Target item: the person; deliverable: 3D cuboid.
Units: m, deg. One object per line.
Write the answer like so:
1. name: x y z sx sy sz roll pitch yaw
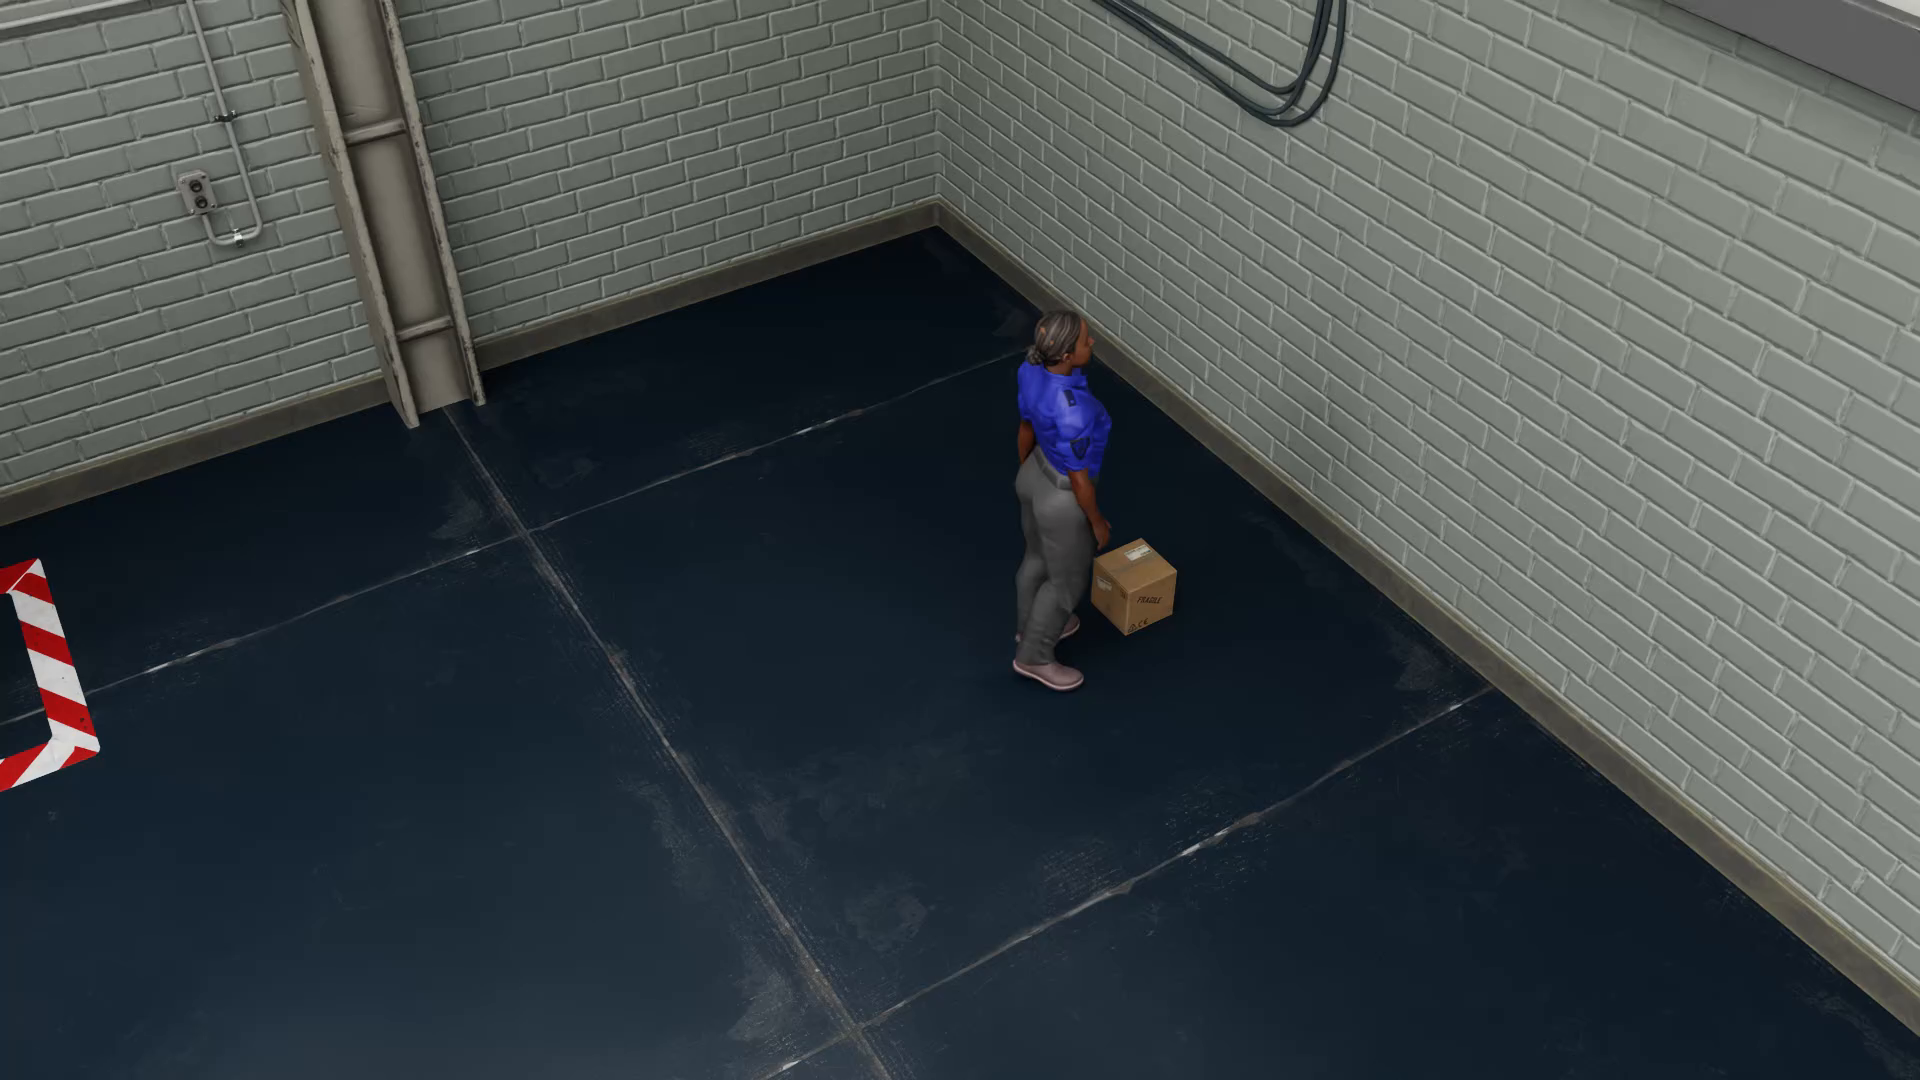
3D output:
1. person: 0.366 -0.158 6.319 0.376 1.660 0.474 -15 43 -17
